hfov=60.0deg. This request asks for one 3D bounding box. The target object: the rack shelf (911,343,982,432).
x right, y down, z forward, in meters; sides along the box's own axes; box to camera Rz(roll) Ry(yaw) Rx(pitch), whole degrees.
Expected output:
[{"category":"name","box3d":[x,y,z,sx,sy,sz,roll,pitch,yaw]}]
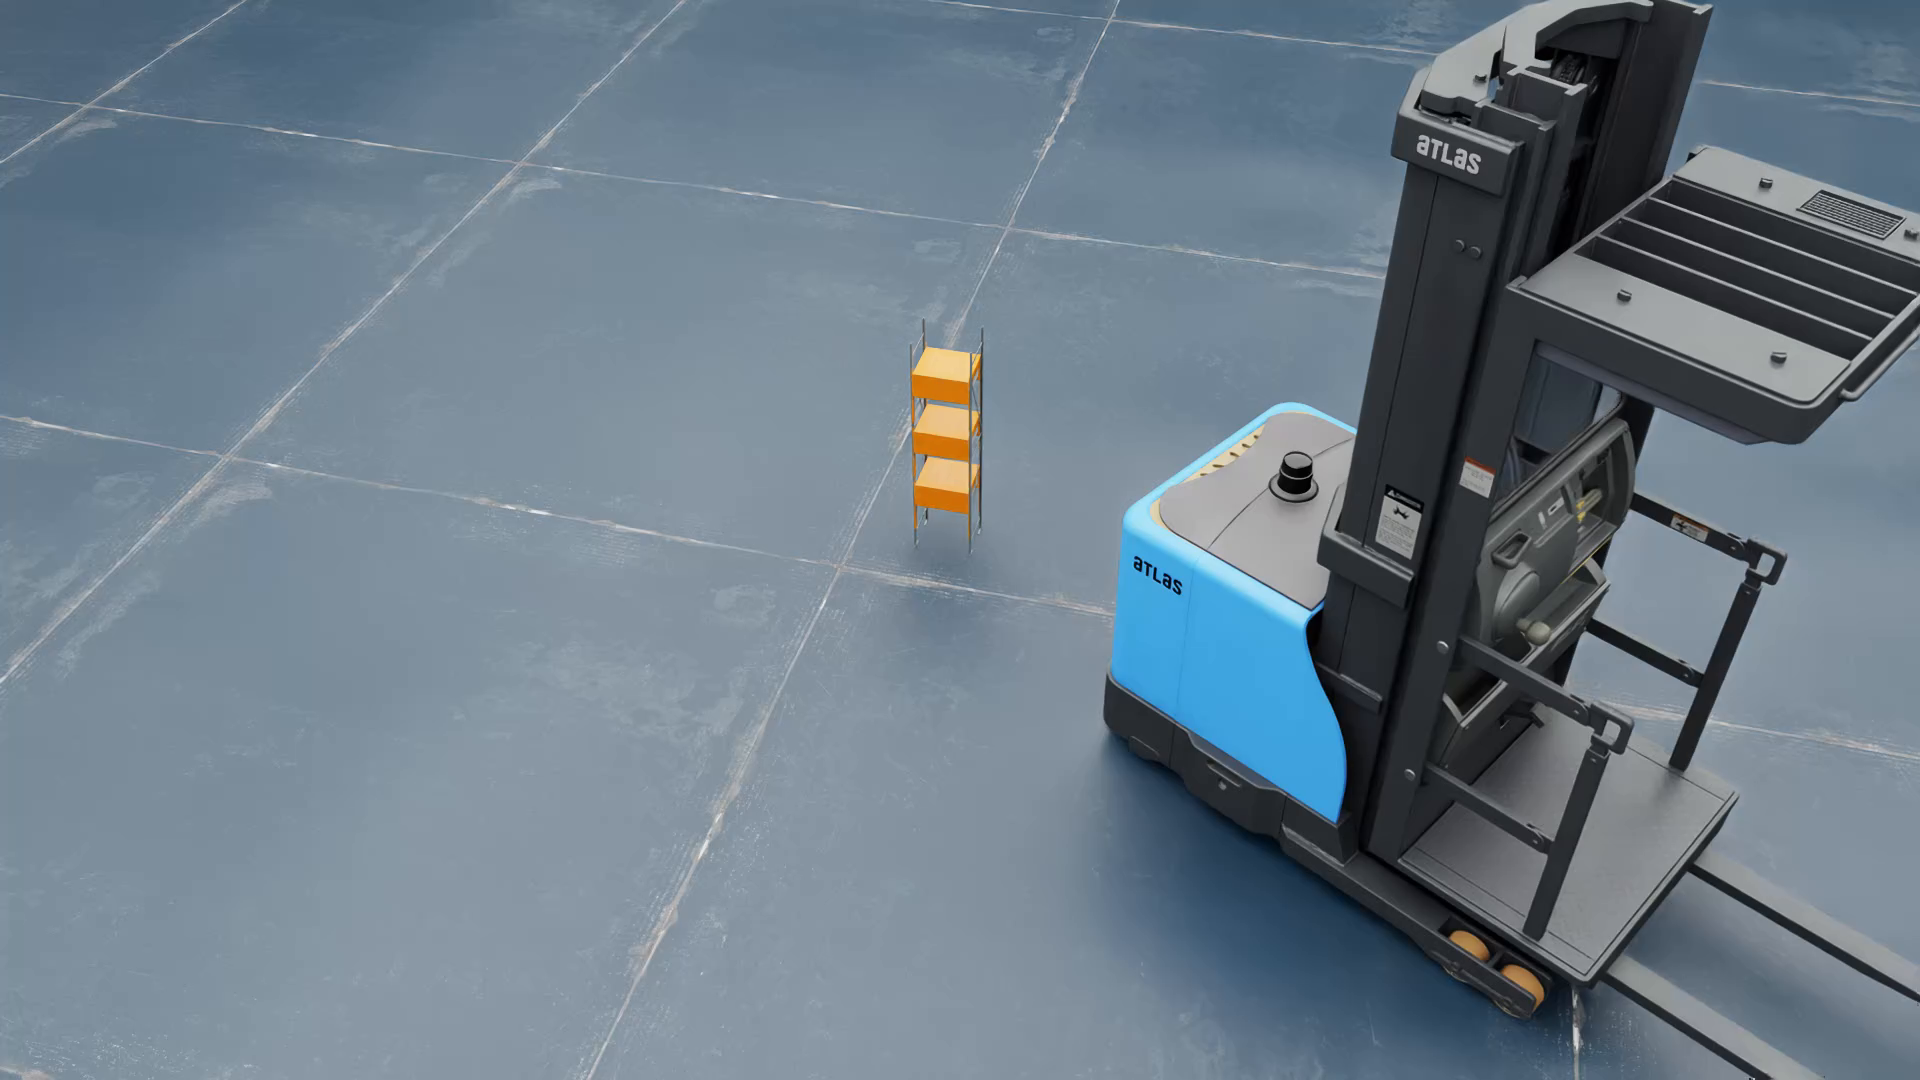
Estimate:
[{"category":"rack shelf","box3d":[-0.052,-0.620,6.747,0.240,0.259,0.215,10,41,11]}]

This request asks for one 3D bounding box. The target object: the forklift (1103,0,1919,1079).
[{"category":"forklift","box3d":[1.952,0.043,4.919,3.031,2.935,1.130,32,50,32]}]

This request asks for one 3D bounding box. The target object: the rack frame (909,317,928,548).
[{"category":"rack frame","box3d":[-0.170,-0.431,6.947,0.008,1.050,0.200,10,41,11]}]

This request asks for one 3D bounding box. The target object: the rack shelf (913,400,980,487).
[{"category":"rack shelf","box3d":[-0.052,-0.403,6.930,0.240,0.259,0.215,10,41,11]}]

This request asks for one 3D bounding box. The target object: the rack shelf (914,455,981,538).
[{"category":"rack shelf","box3d":[-0.052,-0.190,7.109,0.240,0.259,0.215,10,41,11]}]

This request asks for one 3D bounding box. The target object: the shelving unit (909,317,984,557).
[{"category":"shelving unit","box3d":[-0.052,-0.411,6.923,0.252,1.050,0.215,10,41,11]}]

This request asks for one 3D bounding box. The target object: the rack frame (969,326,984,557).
[{"category":"rack frame","box3d":[0.066,-0.391,6.899,0.008,1.050,0.200,10,41,11]}]
